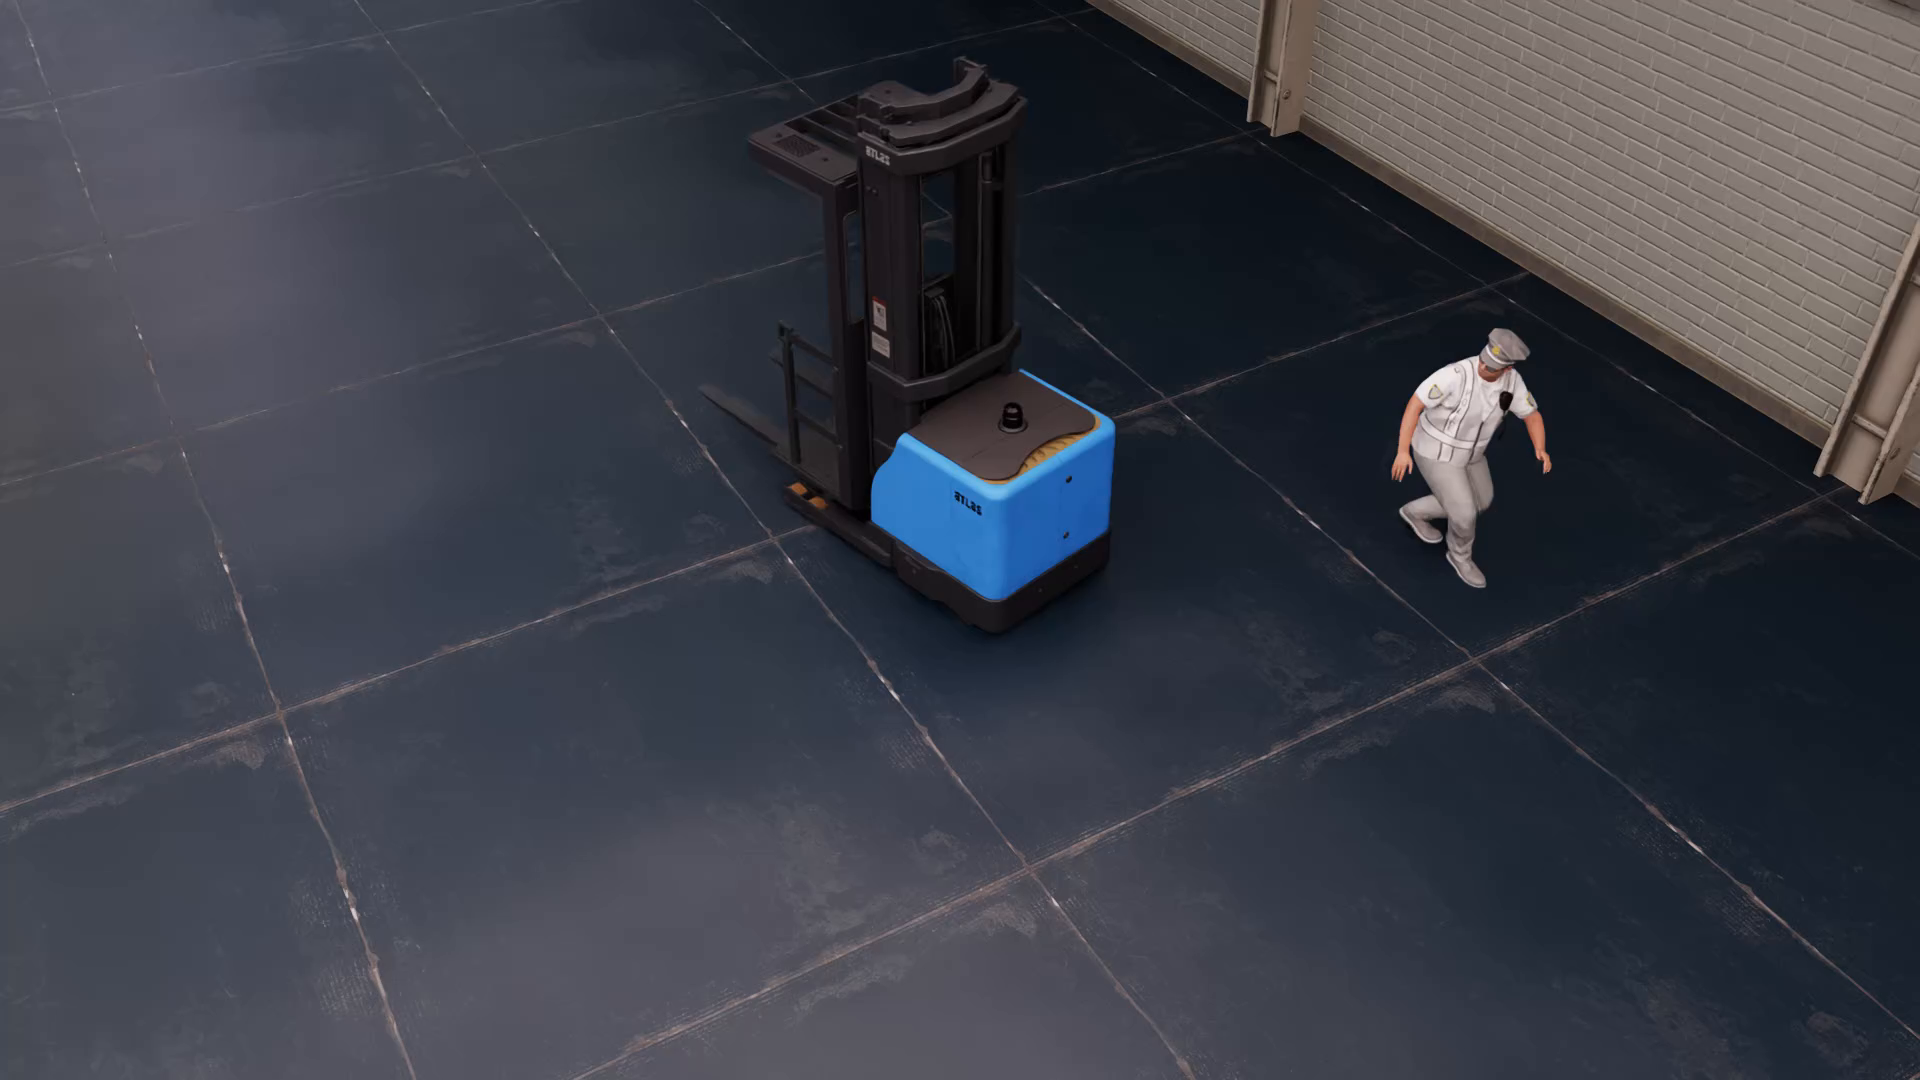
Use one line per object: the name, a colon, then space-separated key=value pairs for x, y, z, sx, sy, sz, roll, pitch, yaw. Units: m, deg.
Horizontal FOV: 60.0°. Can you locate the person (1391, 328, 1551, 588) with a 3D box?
person: x=2.918 y=-0.457 z=9.618 sx=0.887 sy=1.637 sz=0.867 roll=-20 pitch=44 yaw=-22

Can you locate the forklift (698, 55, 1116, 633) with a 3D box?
forklift: x=-0.480 y=-1.438 z=9.770 sx=1.130 sy=2.935 sz=3.031 roll=-32 pitch=49 yaw=-32
